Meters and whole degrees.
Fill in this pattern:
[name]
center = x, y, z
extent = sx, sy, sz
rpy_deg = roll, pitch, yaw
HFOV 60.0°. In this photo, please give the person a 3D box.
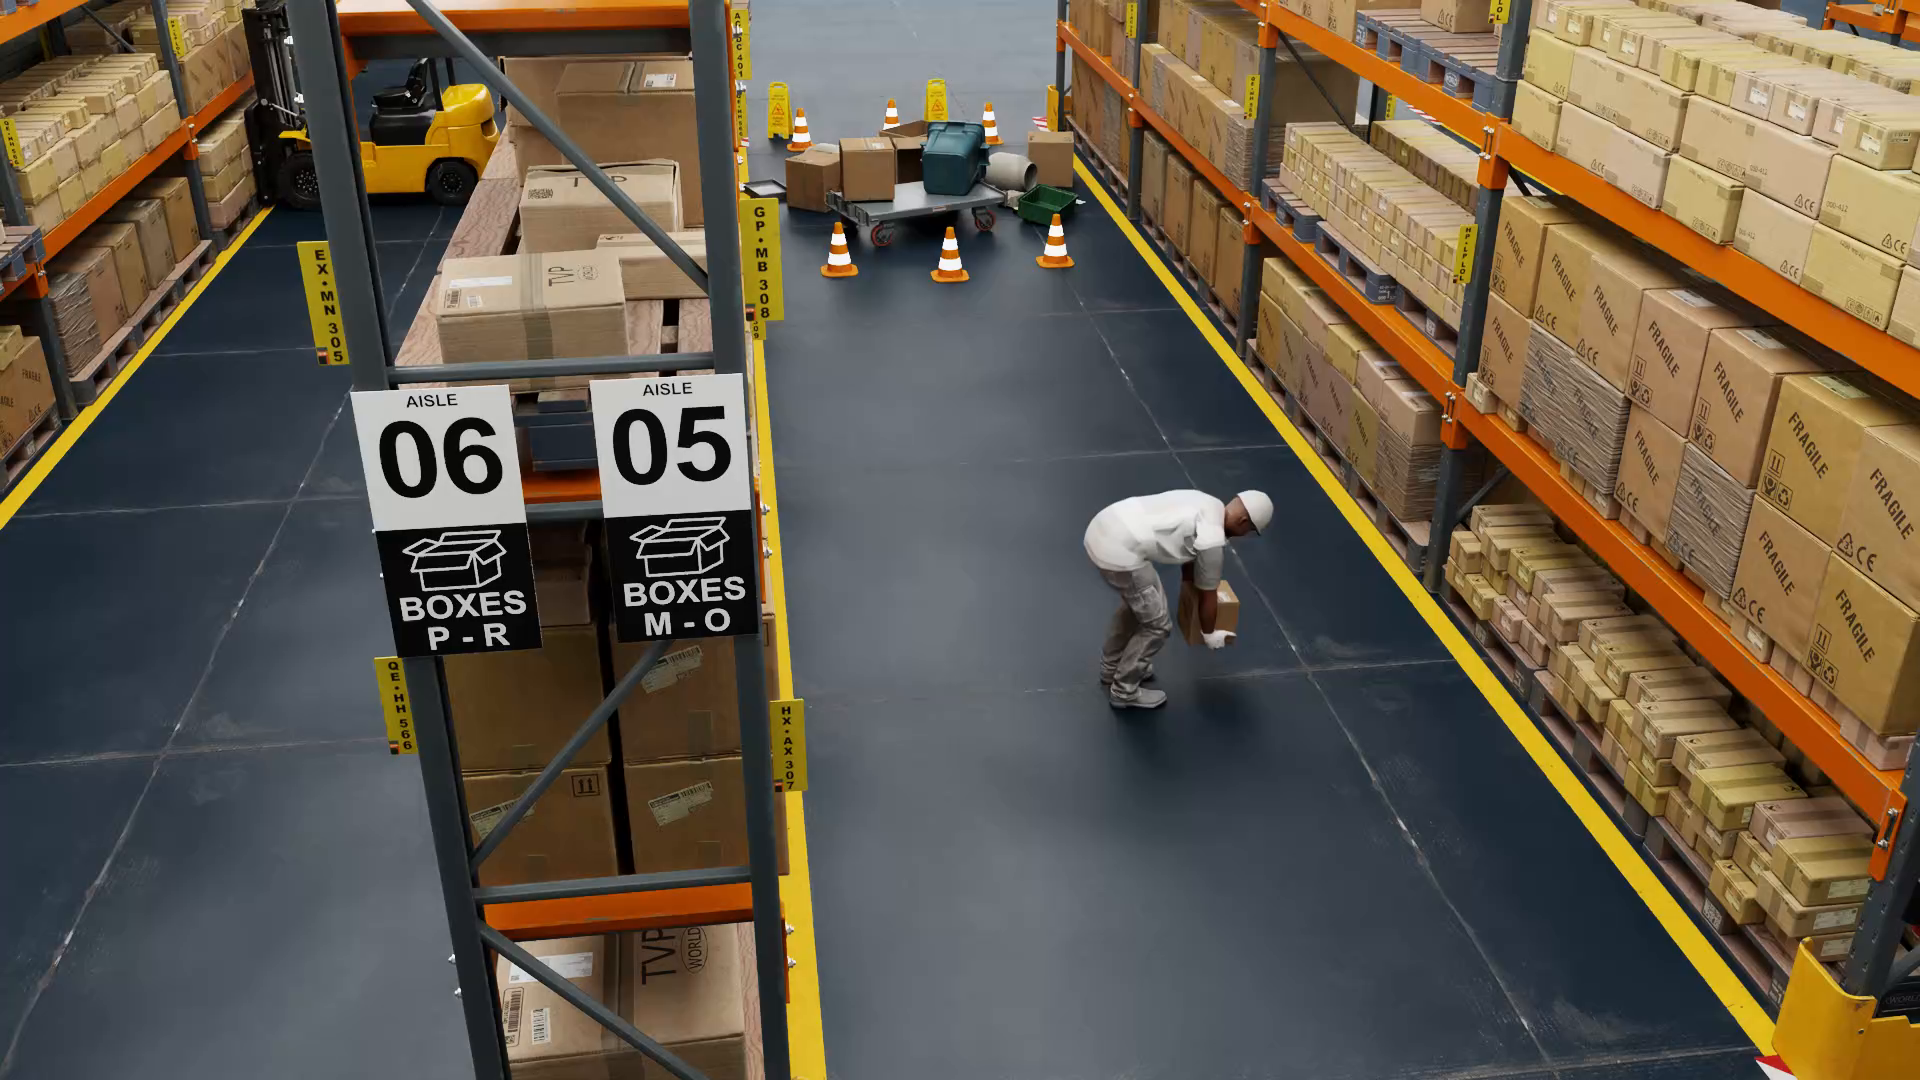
[person]
center = 1.138, 0.281, 8.744
extent = 0.984, 1.144, 0.501
rpy_deg = -5, 27, -9
